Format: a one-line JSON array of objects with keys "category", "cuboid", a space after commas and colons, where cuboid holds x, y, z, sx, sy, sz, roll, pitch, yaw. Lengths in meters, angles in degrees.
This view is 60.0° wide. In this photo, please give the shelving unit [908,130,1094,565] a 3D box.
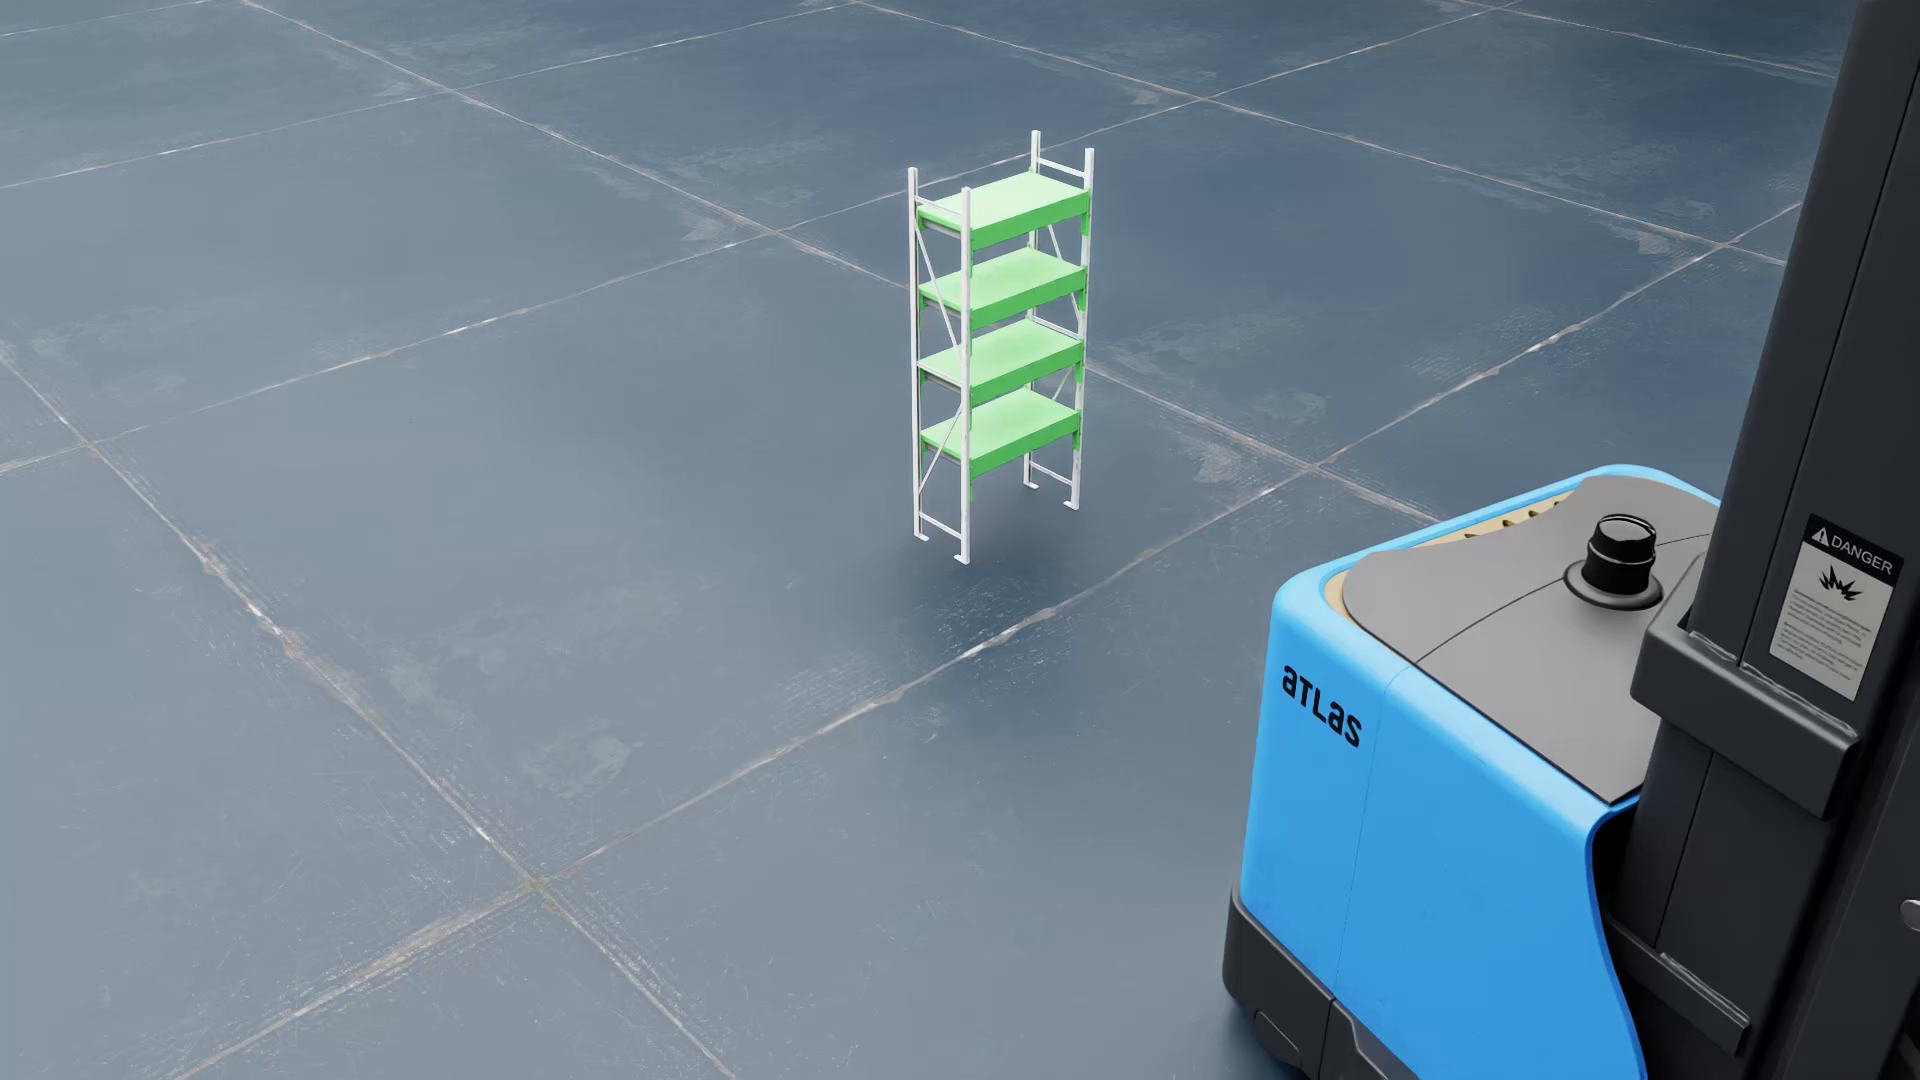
[{"category": "shelving unit", "cuboid": [0.121, -0.571, 5.033, 0.503, 1.200, 0.258, -26, 40, -35]}]

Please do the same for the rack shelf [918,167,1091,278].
[{"category": "rack shelf", "cuboid": [0.121, -0.926, 4.816, 0.480, 0.148, 0.258, -26, 40, -35]}]

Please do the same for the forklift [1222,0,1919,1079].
[{"category": "forklift", "cuboid": [1.741, 0.277, 1.988, 1.130, 2.935, 3.031, -17, 35, -25]}]

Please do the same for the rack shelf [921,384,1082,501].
[{"category": "rack shelf", "cuboid": [0.121, -0.311, 5.192, 0.480, 0.148, 0.258, -26, 40, -35]}]

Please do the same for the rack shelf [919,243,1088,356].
[{"category": "rack shelf", "cuboid": [0.121, -0.721, 4.941, 0.480, 0.148, 0.258, -26, 40, -35]}]

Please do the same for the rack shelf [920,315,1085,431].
[{"category": "rack shelf", "cuboid": [0.121, -0.516, 5.066, 0.480, 0.148, 0.258, -26, 40, -35]}]

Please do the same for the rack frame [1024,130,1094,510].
[{"category": "rack frame", "cuboid": [0.300, -0.657, 5.175, 0.015, 1.200, 0.240, -26, 40, -35]}]

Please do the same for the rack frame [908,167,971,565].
[{"category": "rack frame", "cuboid": [-0.058, -0.484, 4.891, 0.015, 1.200, 0.240, -26, 40, -35]}]
